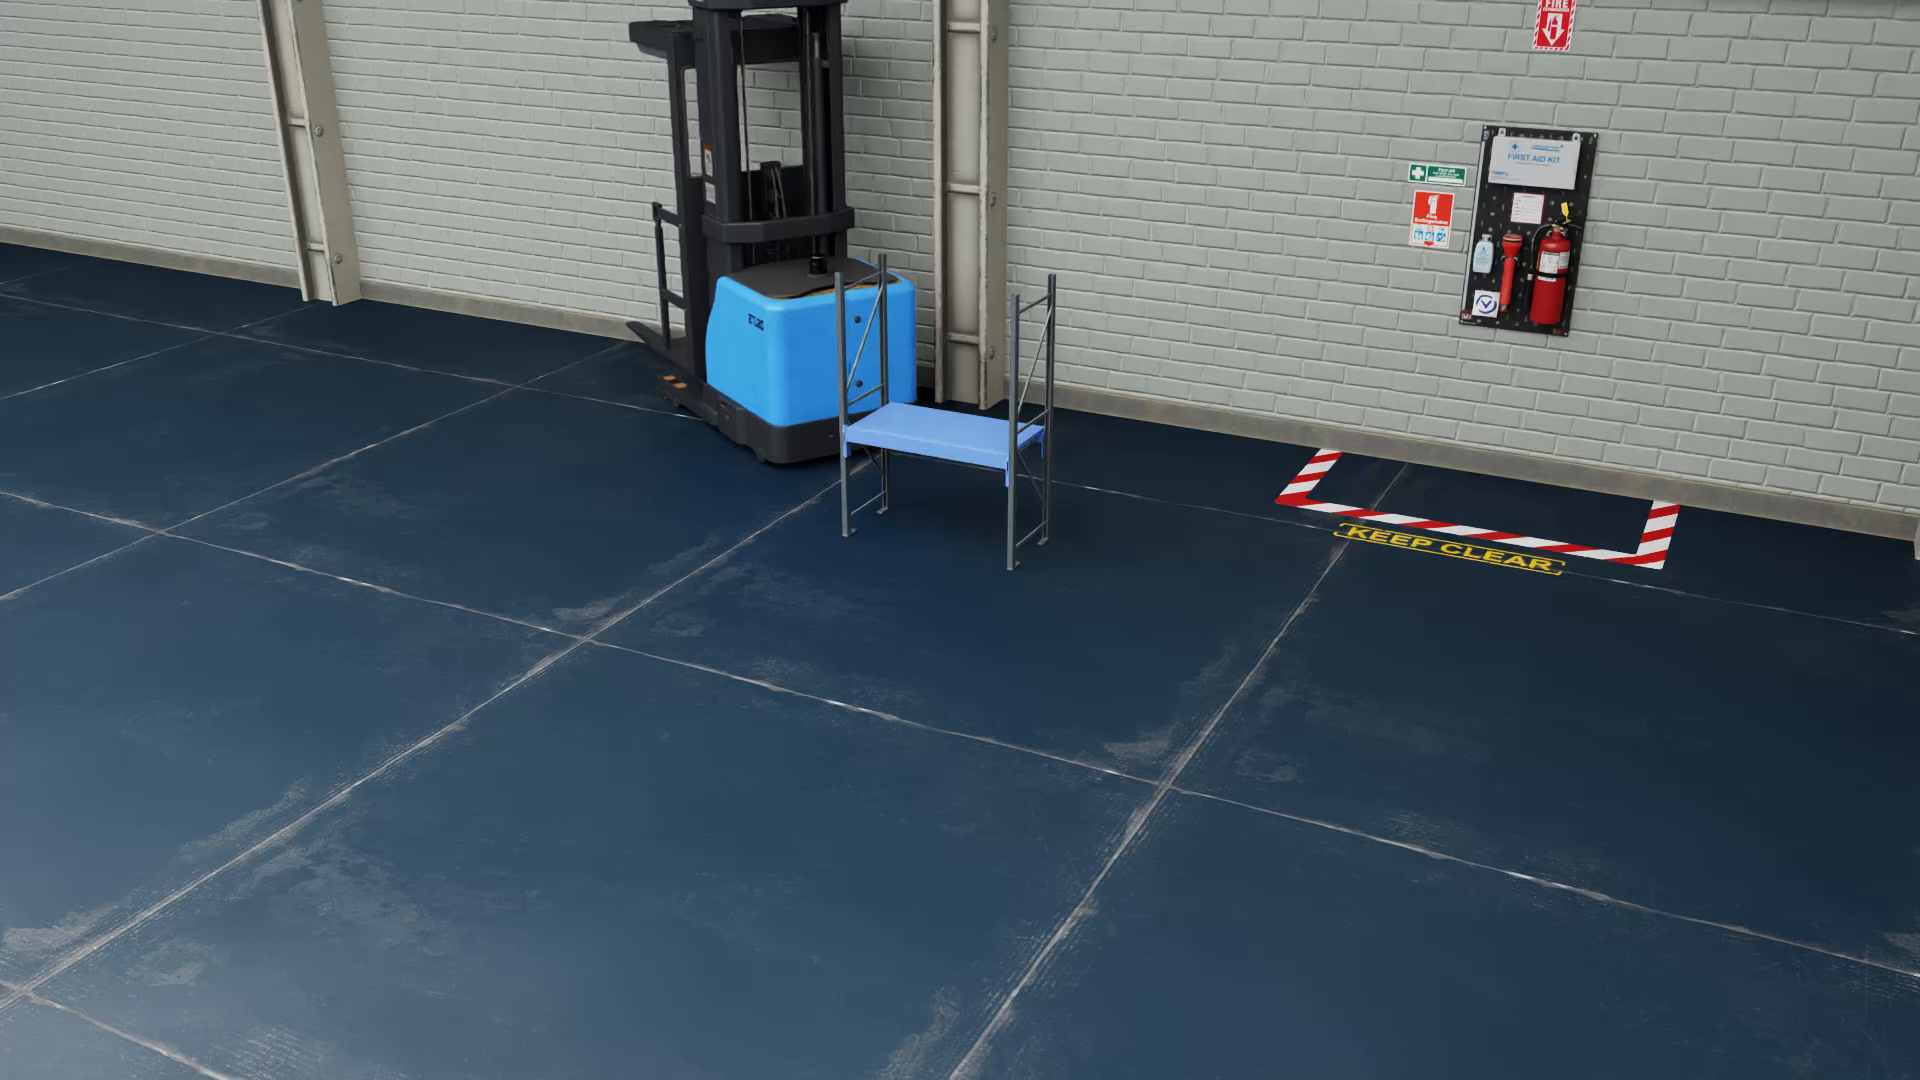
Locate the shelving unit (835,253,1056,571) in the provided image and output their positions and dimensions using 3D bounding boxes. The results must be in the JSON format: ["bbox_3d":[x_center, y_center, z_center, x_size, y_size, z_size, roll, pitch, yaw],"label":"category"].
[{"bbox_3d":[-0.076,-0.705,8.992,1.048,1.500,0.538,11,25,25],"label":"shelving unit"}]

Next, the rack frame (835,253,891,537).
[{"bbox_3d":[-0.530,-0.795,9.203,0.032,1.500,0.500,11,25,25],"label":"rack frame"}]

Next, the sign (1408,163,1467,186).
[{"bbox_3d":[2.788,-2.136,9.716,0.331,0.109,0.001,11,25,25],"label":"sign"}]

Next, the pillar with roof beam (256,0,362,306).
[{"bbox_3d":[-7.229,-4.672,8.738,0.400,9.000,9.100,11,25,25],"label":"pillar with roof beam"}]

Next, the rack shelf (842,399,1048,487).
[{"bbox_3d":[-0.076,-0.540,9.062,1.000,0.185,0.538,11,25,25],"label":"rack shelf"}]

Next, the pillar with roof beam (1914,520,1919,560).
[{"bbox_3d":[3.480,-2.553,3.755,0.400,9.000,9.100,11,25,25],"label":"pillar with roof beam"}]

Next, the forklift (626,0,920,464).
[{"bbox_3d":[-1.450,-2.344,11.017,1.130,2.935,3.031,-13,26,-28],"label":"forklift"}]

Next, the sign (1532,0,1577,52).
[{"bbox_3d":[3.272,-2.849,9.153,0.199,0.298,0.001,11,25,25],"label":"sign"}]

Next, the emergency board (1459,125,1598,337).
[{"bbox_3d":[3.234,-1.746,9.522,0.643,1.169,0.194,11,25,25],"label":"emergency board"}]

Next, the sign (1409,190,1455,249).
[{"bbox_3d":[2.787,-1.896,9.829,0.234,0.329,0.001,11,25,25],"label":"sign"}]

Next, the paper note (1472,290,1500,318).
[{"bbox_3d":[3.108,-1.396,9.825,0.142,0.148,0.016,11,25,25],"label":"paper note"}]

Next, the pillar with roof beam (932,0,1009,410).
[{"bbox_3d":[-1.874,-3.613,6.246,0.400,9.000,9.100,11,25,25],"label":"pillar with roof beam"}]

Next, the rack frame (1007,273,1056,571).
[{"bbox_3d":[0.378,-0.615,8.781,0.032,1.500,0.500,11,25,25],"label":"rack frame"}]
